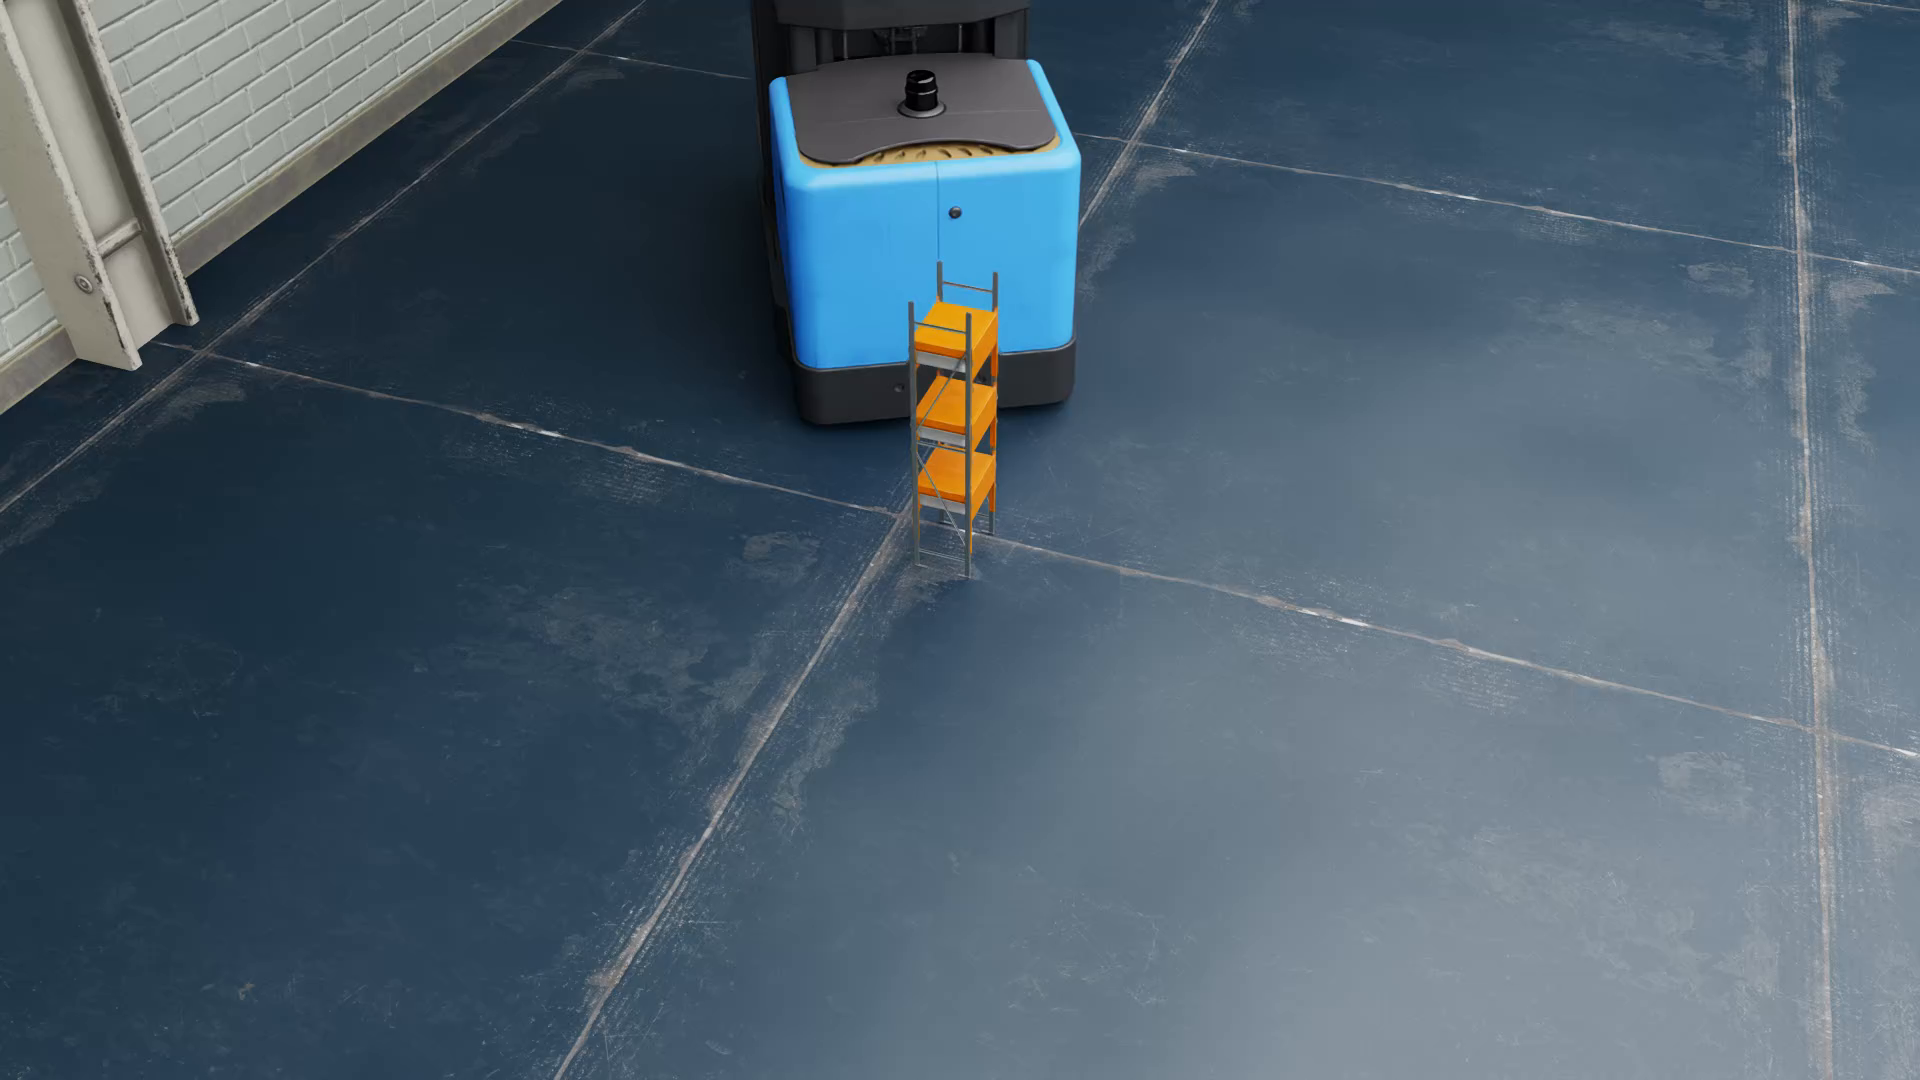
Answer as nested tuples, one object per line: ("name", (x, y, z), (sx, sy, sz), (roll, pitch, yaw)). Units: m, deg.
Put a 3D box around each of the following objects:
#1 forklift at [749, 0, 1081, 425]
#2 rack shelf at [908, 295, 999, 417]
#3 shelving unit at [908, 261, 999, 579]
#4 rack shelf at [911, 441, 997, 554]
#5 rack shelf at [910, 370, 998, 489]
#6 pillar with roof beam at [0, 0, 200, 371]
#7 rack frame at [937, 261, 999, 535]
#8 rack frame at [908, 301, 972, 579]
("forklift", (-0.309, -2.500, 6.422), (1.130, 2.935, 3.031), (-6, 41, -7))
("rack shelf", (-0.018, -0.575, 5.194), (0.215, 0.259, 0.240), (13, 42, 15))
("shelving unit", (-0.018, -0.367, 5.371), (0.215, 1.050, 0.252), (13, 42, 15))
("rack shelf", (-0.018, -0.147, 5.558), (0.215, 0.259, 0.240), (13, 42, 15))
("rack shelf", (-0.018, -0.359, 5.378), (0.215, 0.259, 0.240), (13, 42, 15))
("pillar with roof beam", (0.723, -3.286, 2.668), (9.100, 9.000, 0.400), (13, 42, 15))
("rack frame", (0.023, -0.441, 5.458), (0.200, 1.050, 0.008), (13, 42, 15))
("rack frame", (-0.060, -0.292, 5.284), (0.200, 1.050, 0.008), (13, 42, 15))
